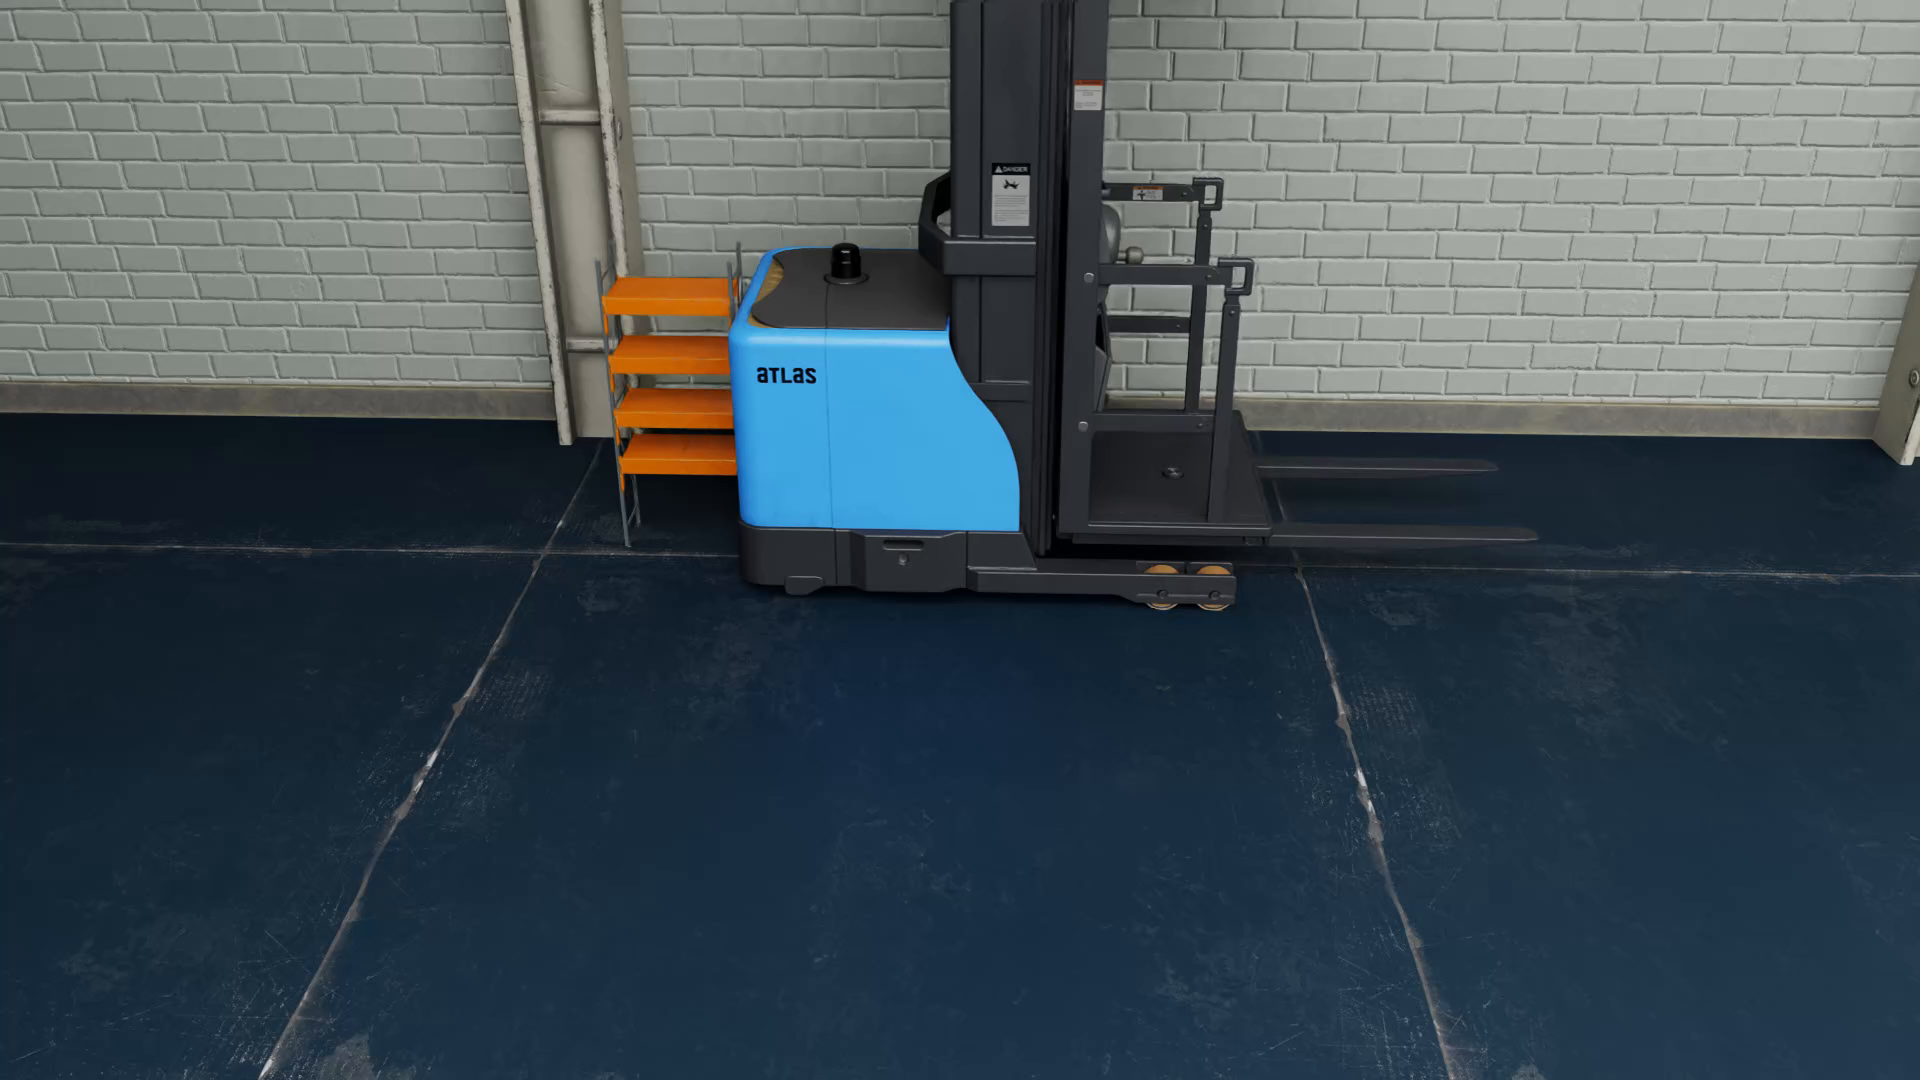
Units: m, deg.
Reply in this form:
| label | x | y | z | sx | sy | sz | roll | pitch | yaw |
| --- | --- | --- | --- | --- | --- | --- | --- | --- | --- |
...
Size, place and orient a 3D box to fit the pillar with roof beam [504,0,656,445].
| label | x | y | z | sx | sy | sz | roll | pitch | yaw |
| --- | --- | --- | --- | --- | --- | --- | --- | --- | --- |
| pillar with roof beam | -1.773 | -2.463 | 1.789 | 0.400 | 9.000 | 9.100 | 1 | 28 | 2 |

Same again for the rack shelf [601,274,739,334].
| label | x | y | z | sx | sy | sz | roll | pitch | yaw |
| --- | --- | --- | --- | --- | --- | --- | --- | --- | --- |
| rack shelf | -1.090 | -0.895 | 6.319 | 0.480 | 0.148 | 0.258 | 1 | 28 | 2 |

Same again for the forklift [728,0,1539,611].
| label | x | y | z | sx | sy | sz | roll | pitch | yaw |
| --- | --- | --- | --- | --- | --- | --- | --- | --- | --- |
| forklift | 0.689 | -1.283 | 6.042 | 3.031 | 2.935 | 1.130 | 1 | 28 | 2 |

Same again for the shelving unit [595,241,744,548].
| label | x | y | z | sx | sy | sz | roll | pitch | yaw |
| --- | --- | --- | --- | --- | --- | --- | --- | --- | --- |
| shelving unit | -1.090 | -0.548 | 6.503 | 0.503 | 1.200 | 0.258 | 1 | 28 | 2 |

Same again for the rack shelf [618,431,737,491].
| label | x | y | z | sx | sy | sz | roll | pitch | yaw |
| --- | --- | --- | --- | --- | --- | --- | --- | --- | --- |
| rack shelf | -1.090 | -0.313 | 6.628 | 0.480 | 0.148 | 0.258 | 1 | 28 | 2 |

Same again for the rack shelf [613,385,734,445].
| label | x | y | z | sx | sy | sz | roll | pitch | yaw |
| --- | --- | --- | --- | --- | --- | --- | --- | --- | --- |
| rack shelf | -1.090 | -0.489 | 6.535 | 0.480 | 0.148 | 0.258 | 1 | 28 | 2 |

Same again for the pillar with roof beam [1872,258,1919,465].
| label | x | y | z | sx | sy | sz | roll | pitch | yaw |
| --- | --- | --- | --- | --- | --- | --- | --- | --- | --- |
| pillar with roof beam | 4.223 | -2.364 | 1.601 | 0.400 | 9.000 | 9.100 | 1 | 28 | 2 |

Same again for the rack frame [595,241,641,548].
| label | x | y | z | sx | sy | sz | roll | pitch | yaw |
| --- | --- | --- | --- | --- | --- | --- | --- | --- | --- |
| rack frame | -1.334 | -0.552 | 6.511 | 0.015 | 1.200 | 0.240 | 1 | 28 | 2 |

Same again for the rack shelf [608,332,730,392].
| label | x | y | z | sx | sy | sz | roll | pitch | yaw |
| --- | --- | --- | --- | --- | --- | --- | --- | --- | --- |
| rack shelf | -1.090 | -0.686 | 6.430 | 0.480 | 0.148 | 0.258 | 1 | 28 | 2 |

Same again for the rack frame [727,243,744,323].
| label | x | y | z | sx | sy | sz | roll | pitch | yaw |
| --- | --- | --- | --- | --- | --- | --- | --- | --- | --- |
| rack frame | -0.846 | -0.544 | 6.496 | 0.015 | 1.200 | 0.240 | 1 | 28 | 2 |
